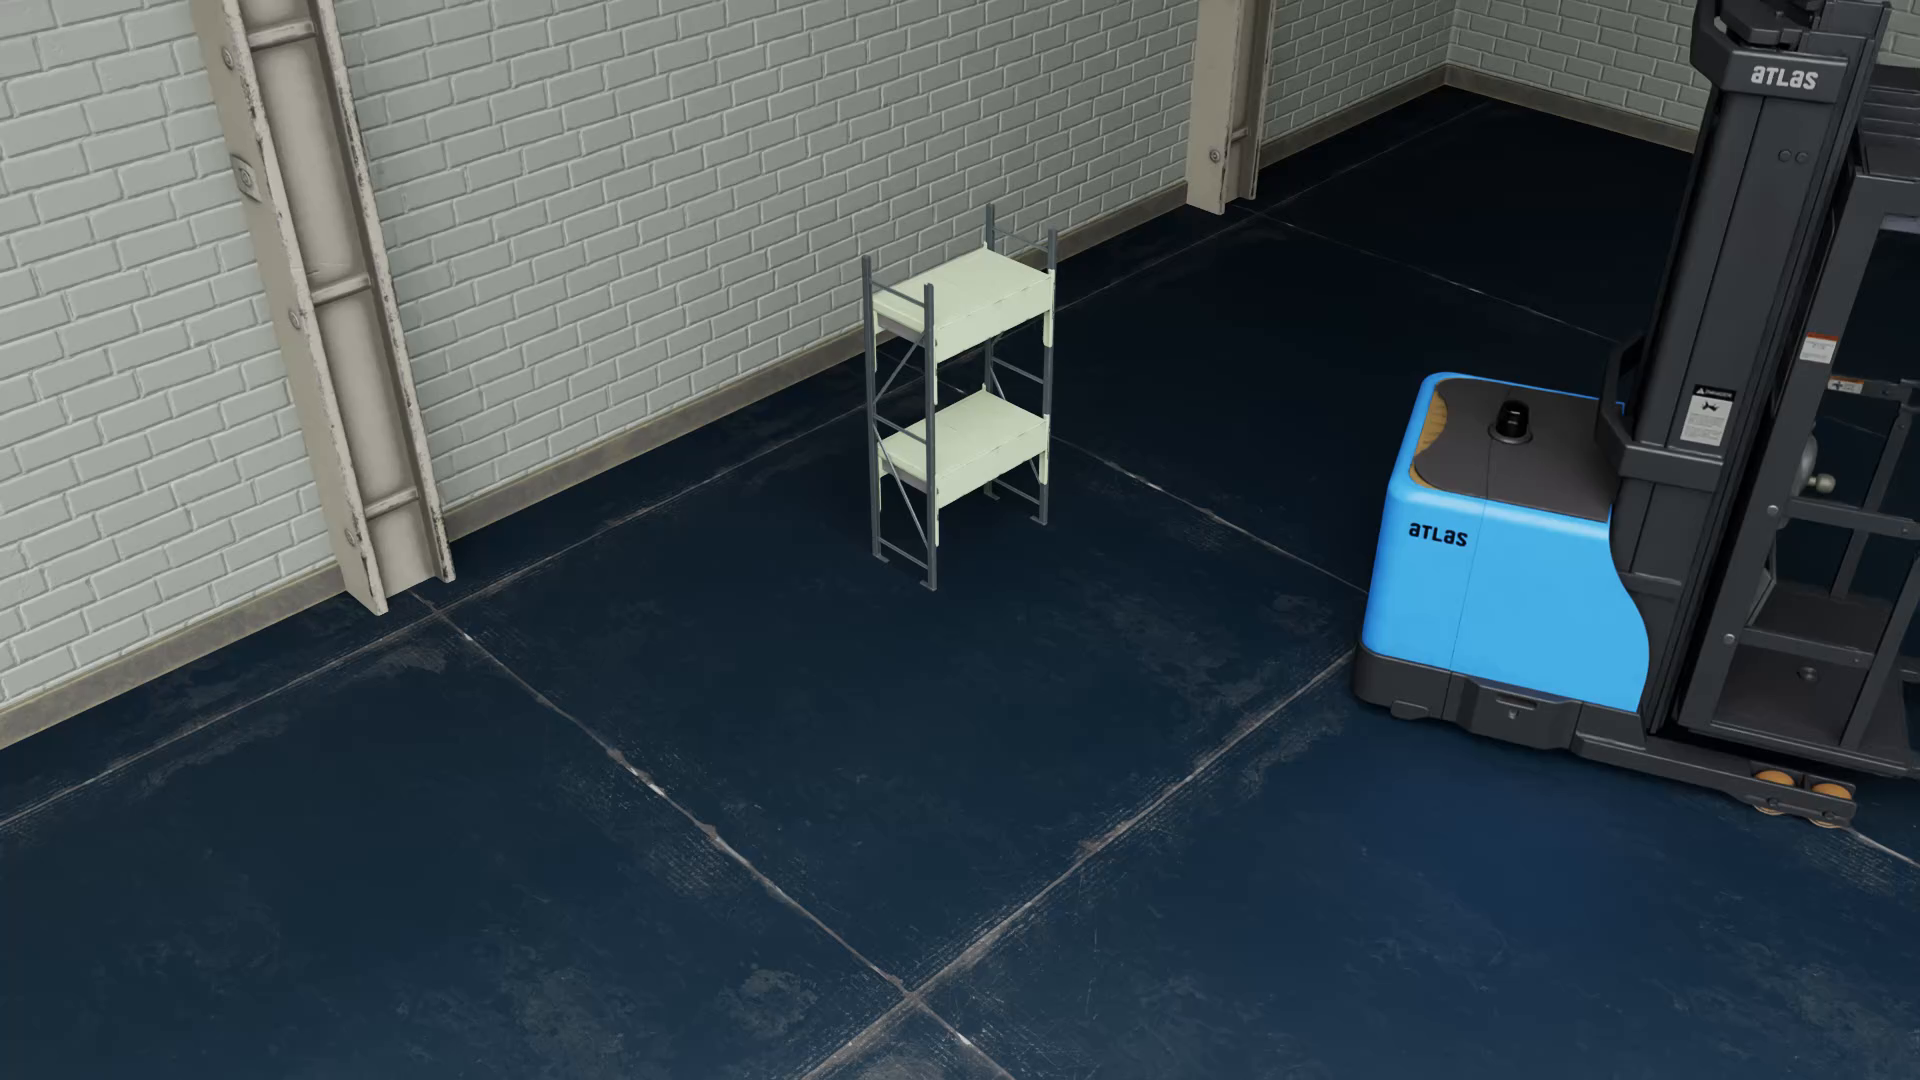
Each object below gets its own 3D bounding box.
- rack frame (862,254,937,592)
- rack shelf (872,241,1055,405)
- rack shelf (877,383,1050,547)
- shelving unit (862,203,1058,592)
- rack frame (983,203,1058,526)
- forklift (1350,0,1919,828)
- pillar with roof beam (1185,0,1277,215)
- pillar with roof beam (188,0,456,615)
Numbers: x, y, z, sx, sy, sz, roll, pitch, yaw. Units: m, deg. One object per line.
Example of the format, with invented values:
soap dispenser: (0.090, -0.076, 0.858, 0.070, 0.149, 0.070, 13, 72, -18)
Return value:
rack frame: (-0.253, -0.469, 7.112, 0.400, 1.500, 0.023, 30, 45, 35)
rack shelf: (0.005, -0.938, 7.102, 0.431, 0.370, 0.720, 30, 45, 35)
rack shelf: (0.005, -0.350, 7.511, 0.431, 0.370, 0.720, 30, 45, 35)
shelving unit: (0.005, -0.618, 7.325, 0.431, 1.500, 0.755, 30, 45, 35)
rack frame: (0.263, -0.766, 7.538, 0.400, 1.500, 0.023, 30, 45, 35)
forklift: (3.158, -0.473, 5.866, 3.031, 2.935, 1.130, 13, 37, 17)
pillar with roof beam: (4.765, -4.201, 5.907, 9.100, 9.000, 0.400, 30, 45, 35)
pillar with roof beam: (0.538, -1.765, 2.415, 9.100, 9.000, 0.400, 30, 45, 35)
